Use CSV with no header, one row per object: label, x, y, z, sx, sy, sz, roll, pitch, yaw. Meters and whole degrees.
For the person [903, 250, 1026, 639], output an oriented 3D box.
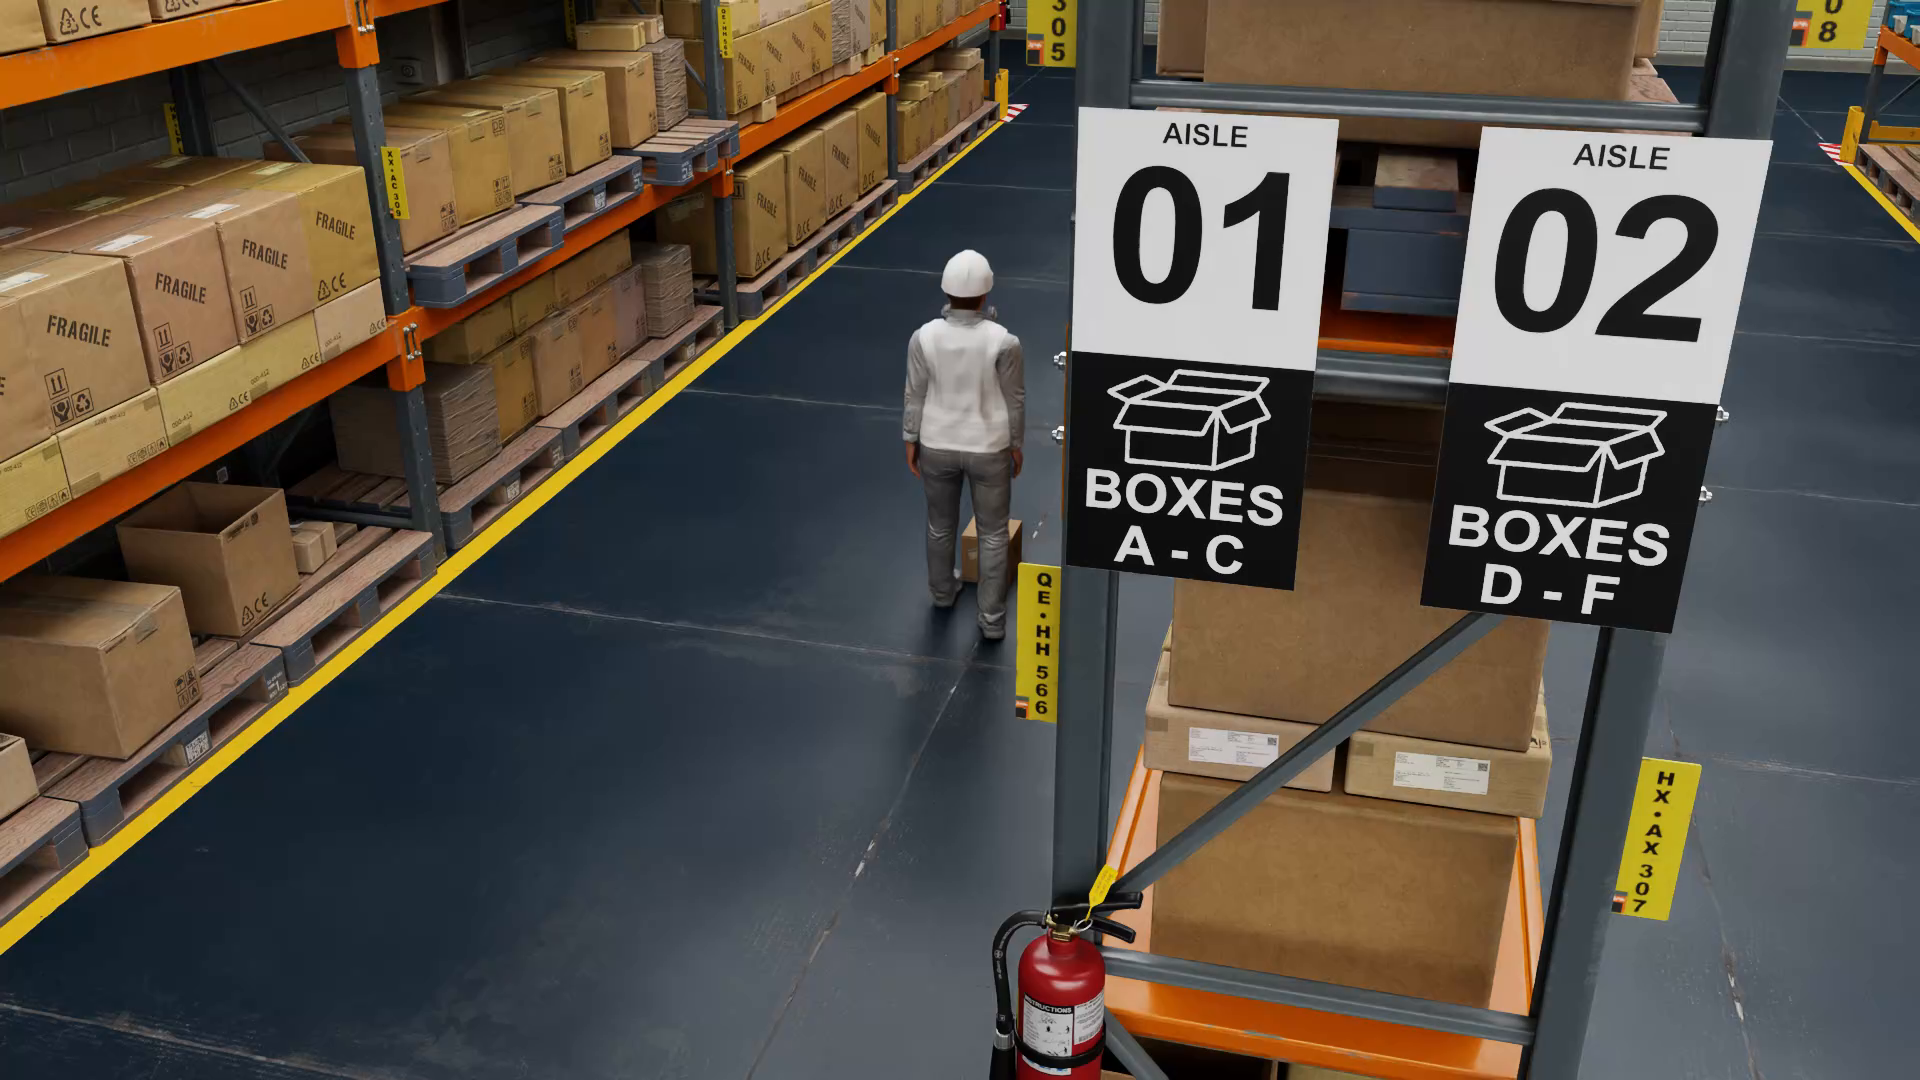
person,0.032,-0.457,7.549,0.557,1.781,0.616,5,26,10
